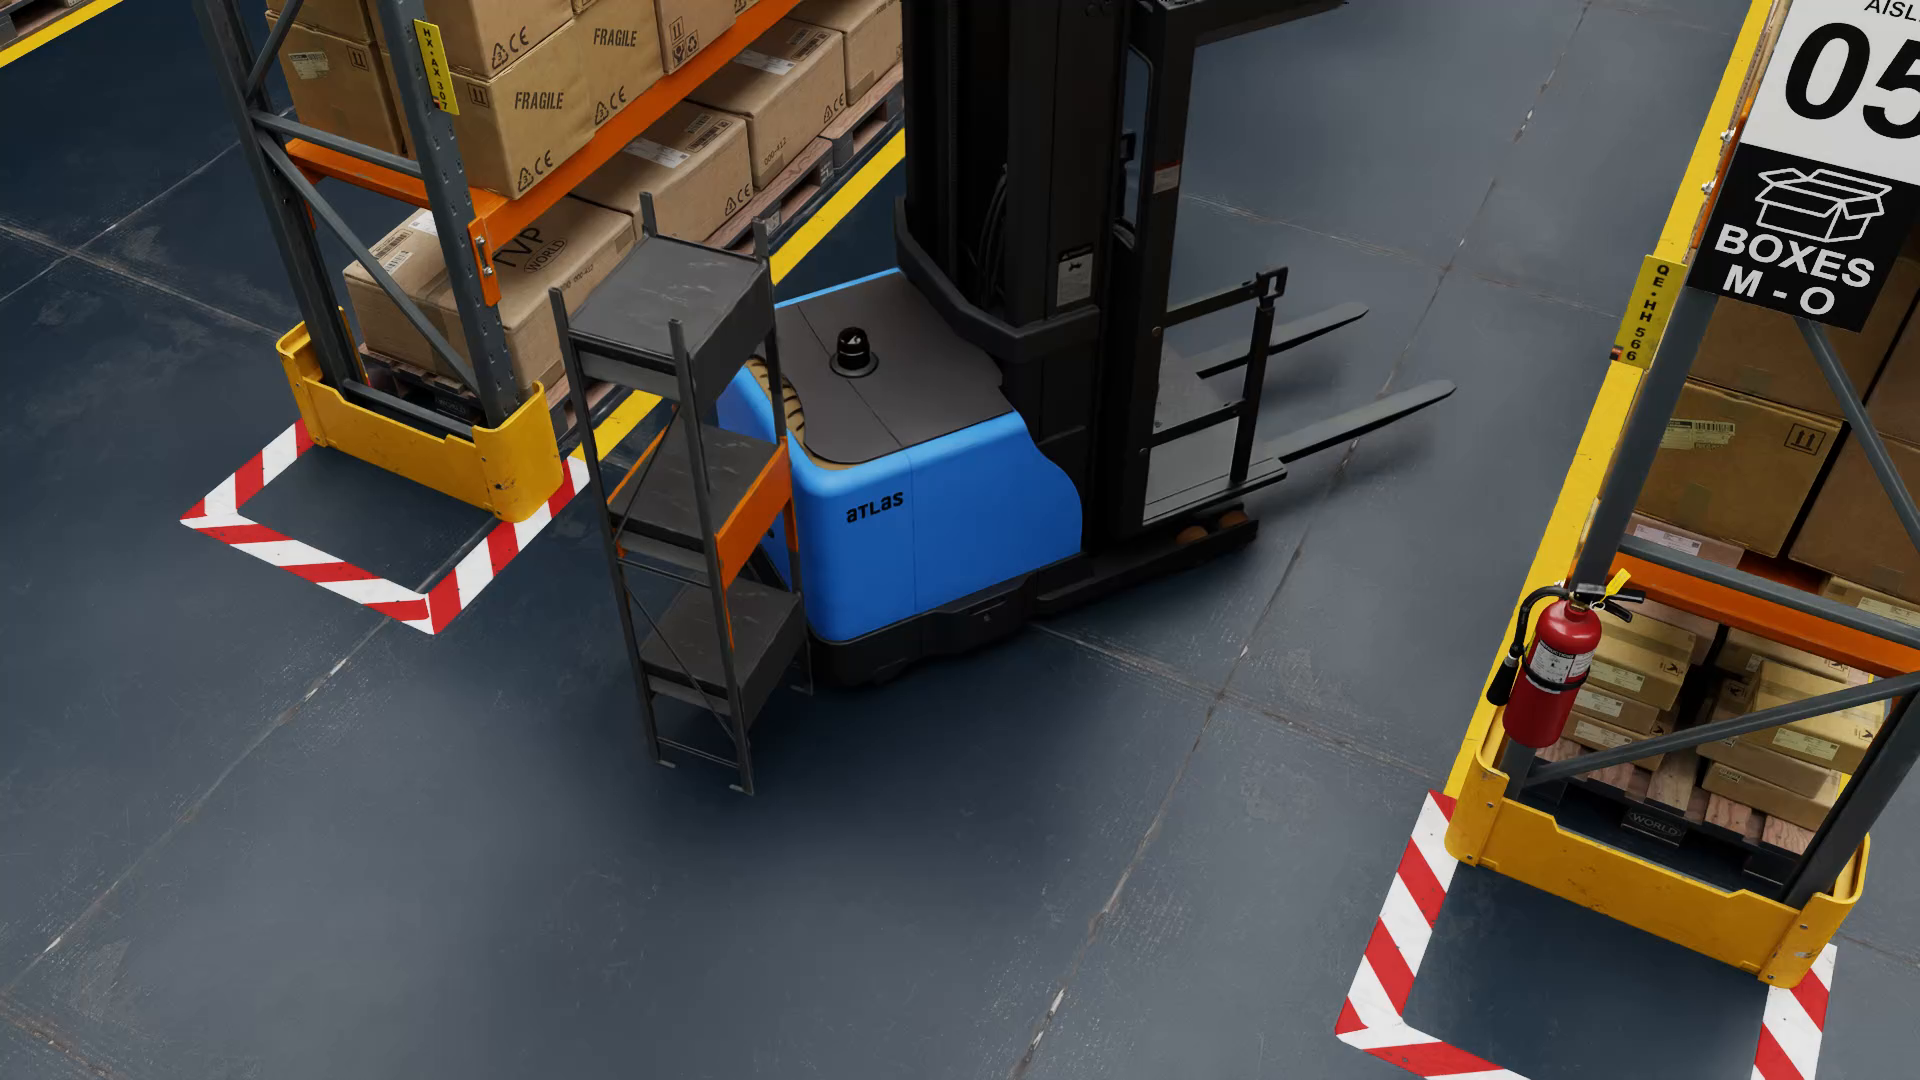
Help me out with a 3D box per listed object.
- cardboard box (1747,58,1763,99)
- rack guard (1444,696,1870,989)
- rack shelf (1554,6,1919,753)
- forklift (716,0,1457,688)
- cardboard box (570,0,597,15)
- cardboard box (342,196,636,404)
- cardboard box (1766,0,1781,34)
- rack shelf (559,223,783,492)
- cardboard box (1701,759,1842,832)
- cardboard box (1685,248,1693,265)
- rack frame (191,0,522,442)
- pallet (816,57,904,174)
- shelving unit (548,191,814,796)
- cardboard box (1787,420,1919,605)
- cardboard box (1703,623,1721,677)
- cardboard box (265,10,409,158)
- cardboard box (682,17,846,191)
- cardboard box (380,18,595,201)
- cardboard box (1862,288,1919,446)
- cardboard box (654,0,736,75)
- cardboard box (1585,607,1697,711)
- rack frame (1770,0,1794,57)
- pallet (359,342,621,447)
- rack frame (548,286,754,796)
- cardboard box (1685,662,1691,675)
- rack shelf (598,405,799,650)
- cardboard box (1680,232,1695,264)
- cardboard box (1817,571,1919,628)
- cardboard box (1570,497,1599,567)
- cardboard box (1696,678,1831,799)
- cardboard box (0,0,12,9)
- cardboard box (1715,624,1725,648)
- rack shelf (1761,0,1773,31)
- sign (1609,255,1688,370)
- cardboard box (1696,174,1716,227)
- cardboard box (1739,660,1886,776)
[{"bbox_3d":[2.431,-1.033,4.680,0.500,0.500,0.500,19,48,18],"label":"cardboard box"},{"bbox_3d":[2.239,0.978,5.432,1.175,0.500,0.348,20,49,19],"label":"rack guard"},{"bbox_3d":[3.132,-0.860,5.996,1.077,0.370,4.000,20,49,19],"label":"rack shelf"},{"bbox_3d":[0.621,-1.237,5.912,3.031,2.935,1.130,-20,49,-19],"label":"forklift"},{"bbox_3d":[-1.519,-2.346,6.186,0.500,0.500,0.500,19,48,18],"label":"cardboard box"},{"bbox_3d":[-2.010,-1.119,7.253,0.875,0.438,0.875,19,48,18],"label":"cardboard box"},{"bbox_3d":[2.907,-1.698,5.337,0.500,0.500,0.500,19,48,18],"label":"cardboard box"},{"bbox_3d":[-0.826,-0.532,4.833,0.431,0.518,0.480,16,48,15],"label":"rack shelf"},{"bbox_3d":[2.730,0.778,5.582,0.380,0.149,0.250,21,49,20],"label":"cardboard box"},{"bbox_3d":[2.428,-0.683,5.037,0.500,0.500,0.500,20,49,18],"label":"cardboard box"},{"bbox_3d":[-2.228,-1.423,6.048,1.000,3.000,0.127,20,49,19],"label":"rack frame"},{"bbox_3d":[-0.793,-2.510,9.082,1.003,0.211,1.213,20,49,19],"label":"pallet"},{"bbox_3d":[-0.825,-0.051,5.323,0.431,2.100,0.503,16,48,15],"label":"shelving unit"},{"bbox_3d":[2.656,-0.184,4.543,0.500,0.500,0.500,23,50,21],"label":"cardboard box"},{"bbox_3d":[2.888,0.427,5.928,0.380,0.149,0.250,21,49,19],"label":"cardboard box"},{"bbox_3d":[-2.238,-1.850,6.399,0.500,0.500,0.500,21,49,19],"label":"cardboard box"},{"bbox_3d":[-1.173,-2.266,8.386,0.875,0.438,0.875,19,48,18],"label":"cardboard box"},{"bbox_3d":[-1.751,-1.666,6.217,0.500,0.500,0.500,20,49,19],"label":"cardboard box"},{"bbox_3d":[2.647,-0.539,4.191,0.500,0.500,0.500,20,49,19],"label":"cardboard box"},{"bbox_3d":[-1.289,-2.308,6.852,0.500,0.500,0.500,20,49,19],"label":"cardboard box"},{"bbox_3d":[2.225,0.376,5.561,0.380,0.149,0.250,21,49,19],"label":"cardboard box"},{"bbox_3d":[2.203,-1.961,2.361,1.000,3.000,0.127,20,49,19],"label":"rack frame"},{"bbox_3d":[-1.926,-0.972,7.563,1.003,0.211,1.213,20,49,19],"label":"pallet"},{"bbox_3d":[-0.917,0.110,5.165,0.400,2.100,0.015,16,48,15],"label":"rack frame"},{"bbox_3d":[2.365,0.324,5.821,0.380,0.149,0.250,19,48,18],"label":"cardboard box"},{"bbox_3d":[-0.825,-0.042,5.333,0.431,0.518,0.480,16,48,15],"label":"rack shelf"},{"bbox_3d":[3.483,-1.227,7.563,0.380,0.149,0.250,22,49,20],"label":"cardboard box"},{"bbox_3d":[2.644,0.140,4.679,0.380,0.149,0.250,20,49,19],"label":"cardboard box"},{"bbox_3d":[2.400,0.031,5.901,0.380,0.149,0.250,19,48,18],"label":"cardboard box"},{"bbox_3d":[2.674,0.652,5.496,0.380,0.149,0.250,22,49,21],"label":"cardboard box"},{"bbox_3d":[-5.827,-3.208,9.274,0.700,0.500,0.500,22,49,21],"label":"cardboard box"},{"bbox_3d":[2.886,0.315,5.830,0.380,0.149,0.250,21,49,20],"label":"cardboard box"},{"bbox_3d":[4.989,-3.379,8.487,1.077,0.370,4.000,20,49,19],"label":"rack shelf"},{"bbox_3d":[1.721,-0.566,4.165,0.100,0.325,0.005,20,49,19],"label":"sign"},{"bbox_3d":[2.895,-1.316,5.663,0.500,0.500,0.500,23,50,21],"label":"cardboard box"},{"bbox_3d":[2.747,0.575,5.364,0.380,0.149,0.250,18,48,17],"label":"cardboard box"}]
